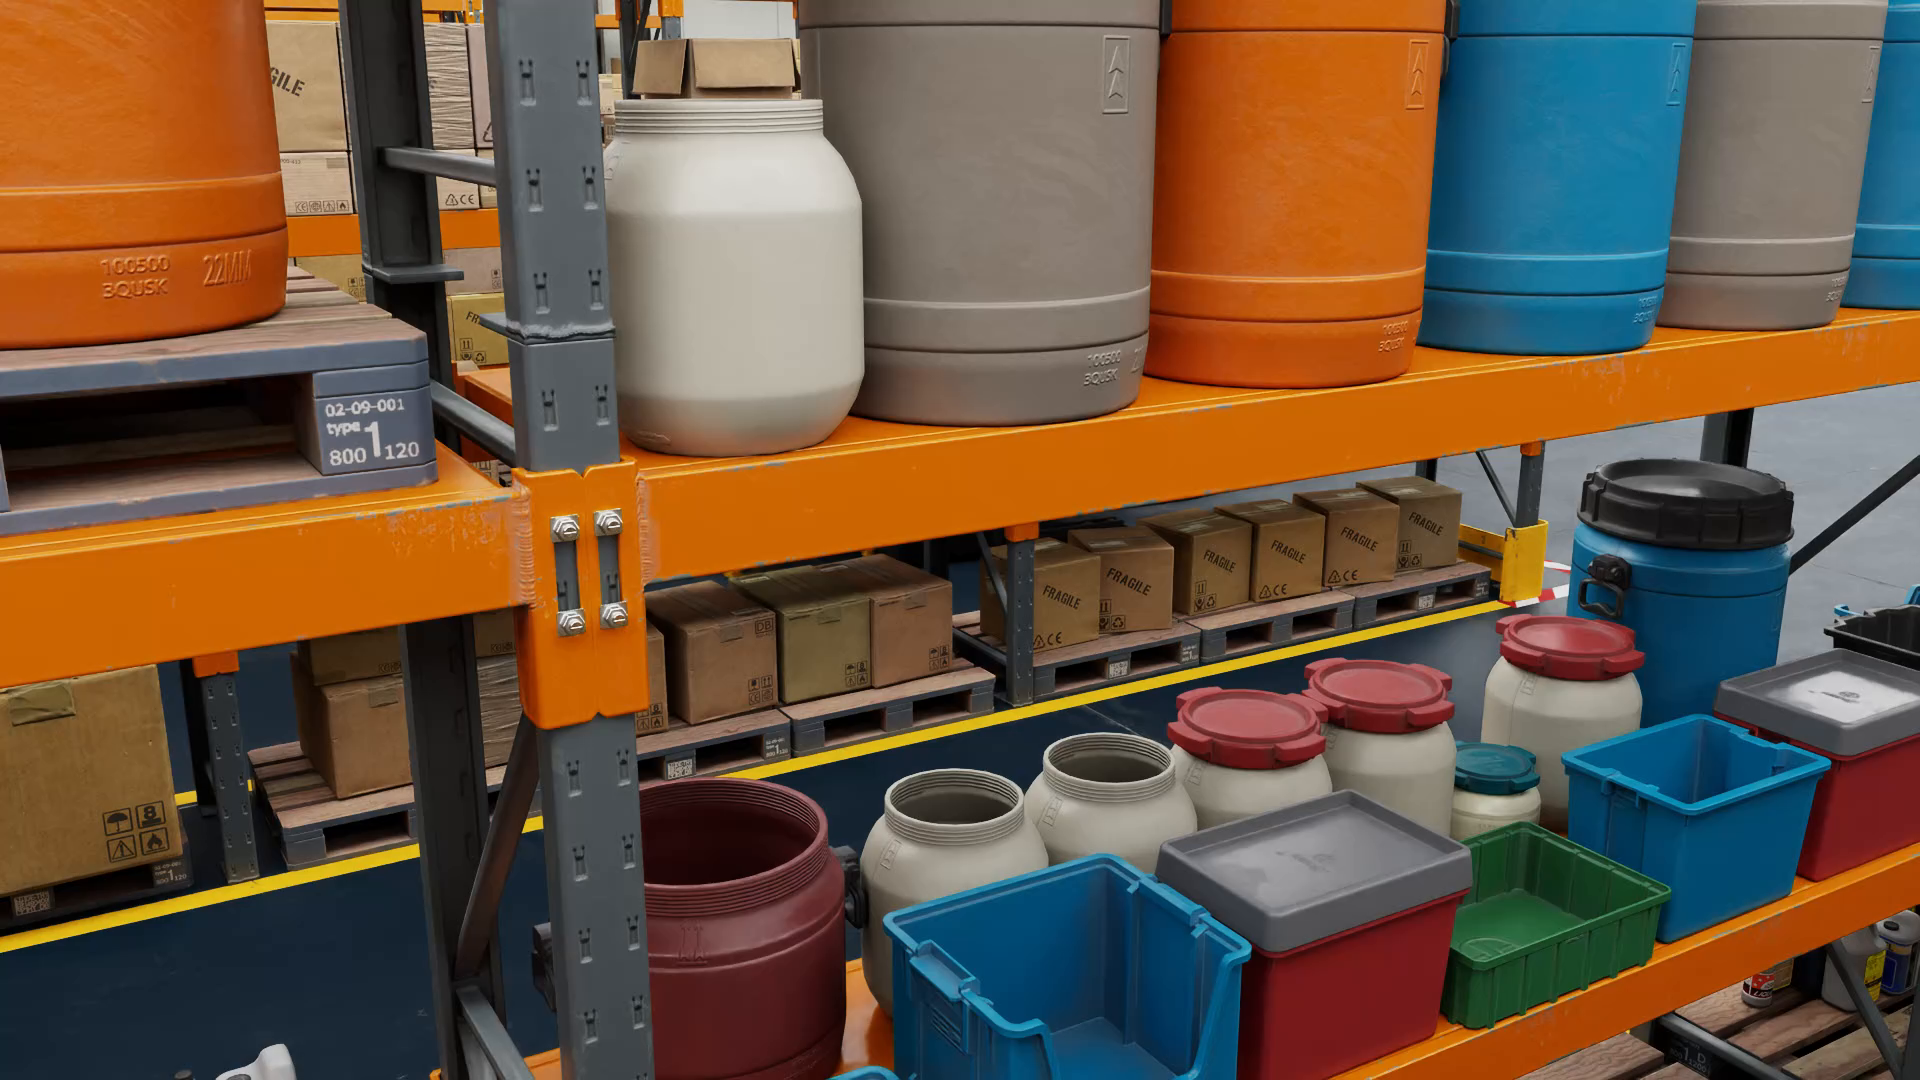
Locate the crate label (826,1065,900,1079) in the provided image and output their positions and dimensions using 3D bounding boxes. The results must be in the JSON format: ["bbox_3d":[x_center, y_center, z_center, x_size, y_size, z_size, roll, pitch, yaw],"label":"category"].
[{"bbox_3d":[-0.230,1.168,2.994,0.416,0.233,0.303,-9,18,-30],"label":"crate label"}]

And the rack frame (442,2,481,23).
[{"bbox_3d":[-5.010,-5.824,16.514,0.127,3.000,1.000,-9,18,-30],"label":"rack frame"}]

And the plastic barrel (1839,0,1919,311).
[{"bbox_3d":[2.321,-1.061,4.152,0.708,0.901,0.600,-9,18,-30],"label":"plastic barrel"}]

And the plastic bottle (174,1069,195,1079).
[{"bbox_3d":[-1.435,1.117,3.107,0.097,0.271,0.097,0,16,0],"label":"plastic bottle"}]

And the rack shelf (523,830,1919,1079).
[{"bbox_3d":[0.930,1.128,4.161,4.000,0.370,1.077,-9,18,-30],"label":"rack shelf"}]

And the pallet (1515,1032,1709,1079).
[{"bbox_3d":[1.992,1.964,5.011,1.213,0.211,1.003,-9,18,-30],"label":"pallet"}]

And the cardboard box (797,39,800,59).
[{"bbox_3d":[-1.234,-3.840,13.018,0.250,0.149,0.380,-10,18,-31],"label":"cardboard box"}]

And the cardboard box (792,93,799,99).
[{"bbox_3d":[-1.451,-3.420,12.999,0.250,0.149,0.380,-9,18,-30],"label":"cardboard box"}]

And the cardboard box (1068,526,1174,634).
[{"bbox_3d":[0.944,0.231,9.880,0.500,0.500,0.500,-3,16,-12],"label":"cardboard box"}]

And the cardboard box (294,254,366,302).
[{"bbox_3d":[-4.541,-1.980,11.878,0.500,0.500,0.700,-10,18,-31],"label":"cardboard box"}]

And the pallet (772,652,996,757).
[{"bbox_3d":[-0.573,0.809,9.133,1.213,0.211,1.003,-9,18,-30],"label":"pallet"}]

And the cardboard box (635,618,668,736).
[{"bbox_3d":[-1.820,0.647,8.359,0.500,0.500,0.700,-8,17,-25],"label":"cardboard box"}]

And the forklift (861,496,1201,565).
[{"bbox_3d":[0.563,-1.487,12.285,3.031,2.935,1.130,-8,17,-25],"label":"forklift"}]

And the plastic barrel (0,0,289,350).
[{"bbox_3d":[-1.272,-0.715,2.274,0.708,0.830,0.600,-9,18,-30],"label":"plastic barrel"}]

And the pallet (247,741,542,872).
[{"bbox_3d":[-2.664,1.148,7.923,1.213,0.211,1.003,-9,18,-30],"label":"pallet"}]

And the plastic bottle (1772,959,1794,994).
[{"bbox_3d":[2.887,1.457,5.874,0.133,0.283,0.061,-8,18,-27],"label":"plastic bottle"}]

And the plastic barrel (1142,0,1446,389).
[{"bbox_3d":[0.592,-0.746,3.162,0.708,0.830,0.600,-9,18,-30],"label":"plastic barrel"}]

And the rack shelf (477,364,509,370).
[{"bbox_3d":[-4.088,-1.180,12.393,4.000,0.370,1.077,-9,18,-30],"label":"rack shelf"}]

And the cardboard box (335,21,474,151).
[{"bbox_3d":[-2.363,-1.895,6.944,0.500,0.500,0.500,-9,18,-29],"label":"cardboard box"}]

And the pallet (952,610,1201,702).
[{"bbox_3d":[0.651,0.599,9.882,1.213,0.211,1.003,-9,18,-30],"label":"pallet"}]

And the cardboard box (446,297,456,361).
[{"bbox_3d":[-3.984,-1.506,12.040,0.500,0.500,0.500,-9,18,-30],"label":"cardboard box"}]

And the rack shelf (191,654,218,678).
[{"bbox_3d":[-5.049,0.538,6.266,4.000,0.370,1.077,-9,18,-30],"label":"rack shelf"}]

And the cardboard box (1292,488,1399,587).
[{"bbox_3d":[2.484,-0.023,10.788,0.500,0.500,0.500,-4,16,-15],"label":"cardboard box"}]

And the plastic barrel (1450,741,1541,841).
[{"bbox_3d":[1.431,0.719,4.545,0.301,0.262,0.301,0,16,0],"label":"plastic barrel"}]

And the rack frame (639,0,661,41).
[{"bbox_3d":[-4.141,-7.528,22.592,0.127,3.000,1.000,-9,18,-30],"label":"rack frame"}]

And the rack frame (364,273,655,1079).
[{"bbox_3d":[-0.784,1.060,3.072,0.127,3.000,1.000,-9,18,-30],"label":"rack frame"}]

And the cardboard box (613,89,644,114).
[{"bbox_3d":[-3.618,-4.589,17.392,0.500,0.250,0.500,-9,18,-29],"label":"cardboard box"}]

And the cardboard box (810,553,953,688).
[{"bbox_3d":[-0.444,0.430,9.135,0.500,0.500,0.700,-11,19,-34],"label":"cardboard box"}]

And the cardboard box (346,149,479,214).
[{"bbox_3d":[-2.361,-1.536,7.053,0.500,0.250,0.500,-9,18,-28],"label":"cardboard box"}]

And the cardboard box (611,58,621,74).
[{"bbox_3d":[-4.394,-6.264,22.493,0.500,0.500,0.500,-9,18,-28],"label":"cardboard box"}]

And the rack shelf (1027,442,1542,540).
[{"bbox_3d":[1.808,-0.574,10.233,4.000,0.370,1.077,-9,18,-30],"label":"rack shelf"}]

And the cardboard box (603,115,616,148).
[{"bbox_3d":[-1.462,-1.893,7.701,0.250,0.166,0.380,-10,18,-31],"label":"cardboard box"}]

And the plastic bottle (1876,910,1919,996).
[{"bbox_3d":[3.311,1.451,5.907,0.135,0.276,0.152,-9,18,-30],"label":"plastic bottle"}]

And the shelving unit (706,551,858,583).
[{"bbox_3d":[-1.330,-0.562,11.637,1.083,1.500,0.587,-8,17,-25],"label":"shelving unit"}]

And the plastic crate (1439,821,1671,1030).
[{"bbox_3d":[1.297,0.913,3.988,0.662,0.188,0.450,-9,18,-30],"label":"plastic crate"}]

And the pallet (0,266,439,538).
[{"bbox_3d":[-1.490,-0.210,2.394,1.213,0.211,1.003,-9,18,-30],"label":"pallet"}]

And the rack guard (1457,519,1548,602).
[{"bbox_3d":[3.458,0.016,11.427,0.348,0.500,1.175,-9,18,-30],"label":"rack guard"}]

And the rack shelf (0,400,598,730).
[{"bbox_3d":[-2.498,0.240,1.773,4.000,0.370,1.077,-9,18,-30],"label":"rack shelf"}]

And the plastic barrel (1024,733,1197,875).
[{"bbox_3d":[0.349,0.755,3.952,0.421,0.512,0.421,0,16,0],"label":"plastic barrel"}]
